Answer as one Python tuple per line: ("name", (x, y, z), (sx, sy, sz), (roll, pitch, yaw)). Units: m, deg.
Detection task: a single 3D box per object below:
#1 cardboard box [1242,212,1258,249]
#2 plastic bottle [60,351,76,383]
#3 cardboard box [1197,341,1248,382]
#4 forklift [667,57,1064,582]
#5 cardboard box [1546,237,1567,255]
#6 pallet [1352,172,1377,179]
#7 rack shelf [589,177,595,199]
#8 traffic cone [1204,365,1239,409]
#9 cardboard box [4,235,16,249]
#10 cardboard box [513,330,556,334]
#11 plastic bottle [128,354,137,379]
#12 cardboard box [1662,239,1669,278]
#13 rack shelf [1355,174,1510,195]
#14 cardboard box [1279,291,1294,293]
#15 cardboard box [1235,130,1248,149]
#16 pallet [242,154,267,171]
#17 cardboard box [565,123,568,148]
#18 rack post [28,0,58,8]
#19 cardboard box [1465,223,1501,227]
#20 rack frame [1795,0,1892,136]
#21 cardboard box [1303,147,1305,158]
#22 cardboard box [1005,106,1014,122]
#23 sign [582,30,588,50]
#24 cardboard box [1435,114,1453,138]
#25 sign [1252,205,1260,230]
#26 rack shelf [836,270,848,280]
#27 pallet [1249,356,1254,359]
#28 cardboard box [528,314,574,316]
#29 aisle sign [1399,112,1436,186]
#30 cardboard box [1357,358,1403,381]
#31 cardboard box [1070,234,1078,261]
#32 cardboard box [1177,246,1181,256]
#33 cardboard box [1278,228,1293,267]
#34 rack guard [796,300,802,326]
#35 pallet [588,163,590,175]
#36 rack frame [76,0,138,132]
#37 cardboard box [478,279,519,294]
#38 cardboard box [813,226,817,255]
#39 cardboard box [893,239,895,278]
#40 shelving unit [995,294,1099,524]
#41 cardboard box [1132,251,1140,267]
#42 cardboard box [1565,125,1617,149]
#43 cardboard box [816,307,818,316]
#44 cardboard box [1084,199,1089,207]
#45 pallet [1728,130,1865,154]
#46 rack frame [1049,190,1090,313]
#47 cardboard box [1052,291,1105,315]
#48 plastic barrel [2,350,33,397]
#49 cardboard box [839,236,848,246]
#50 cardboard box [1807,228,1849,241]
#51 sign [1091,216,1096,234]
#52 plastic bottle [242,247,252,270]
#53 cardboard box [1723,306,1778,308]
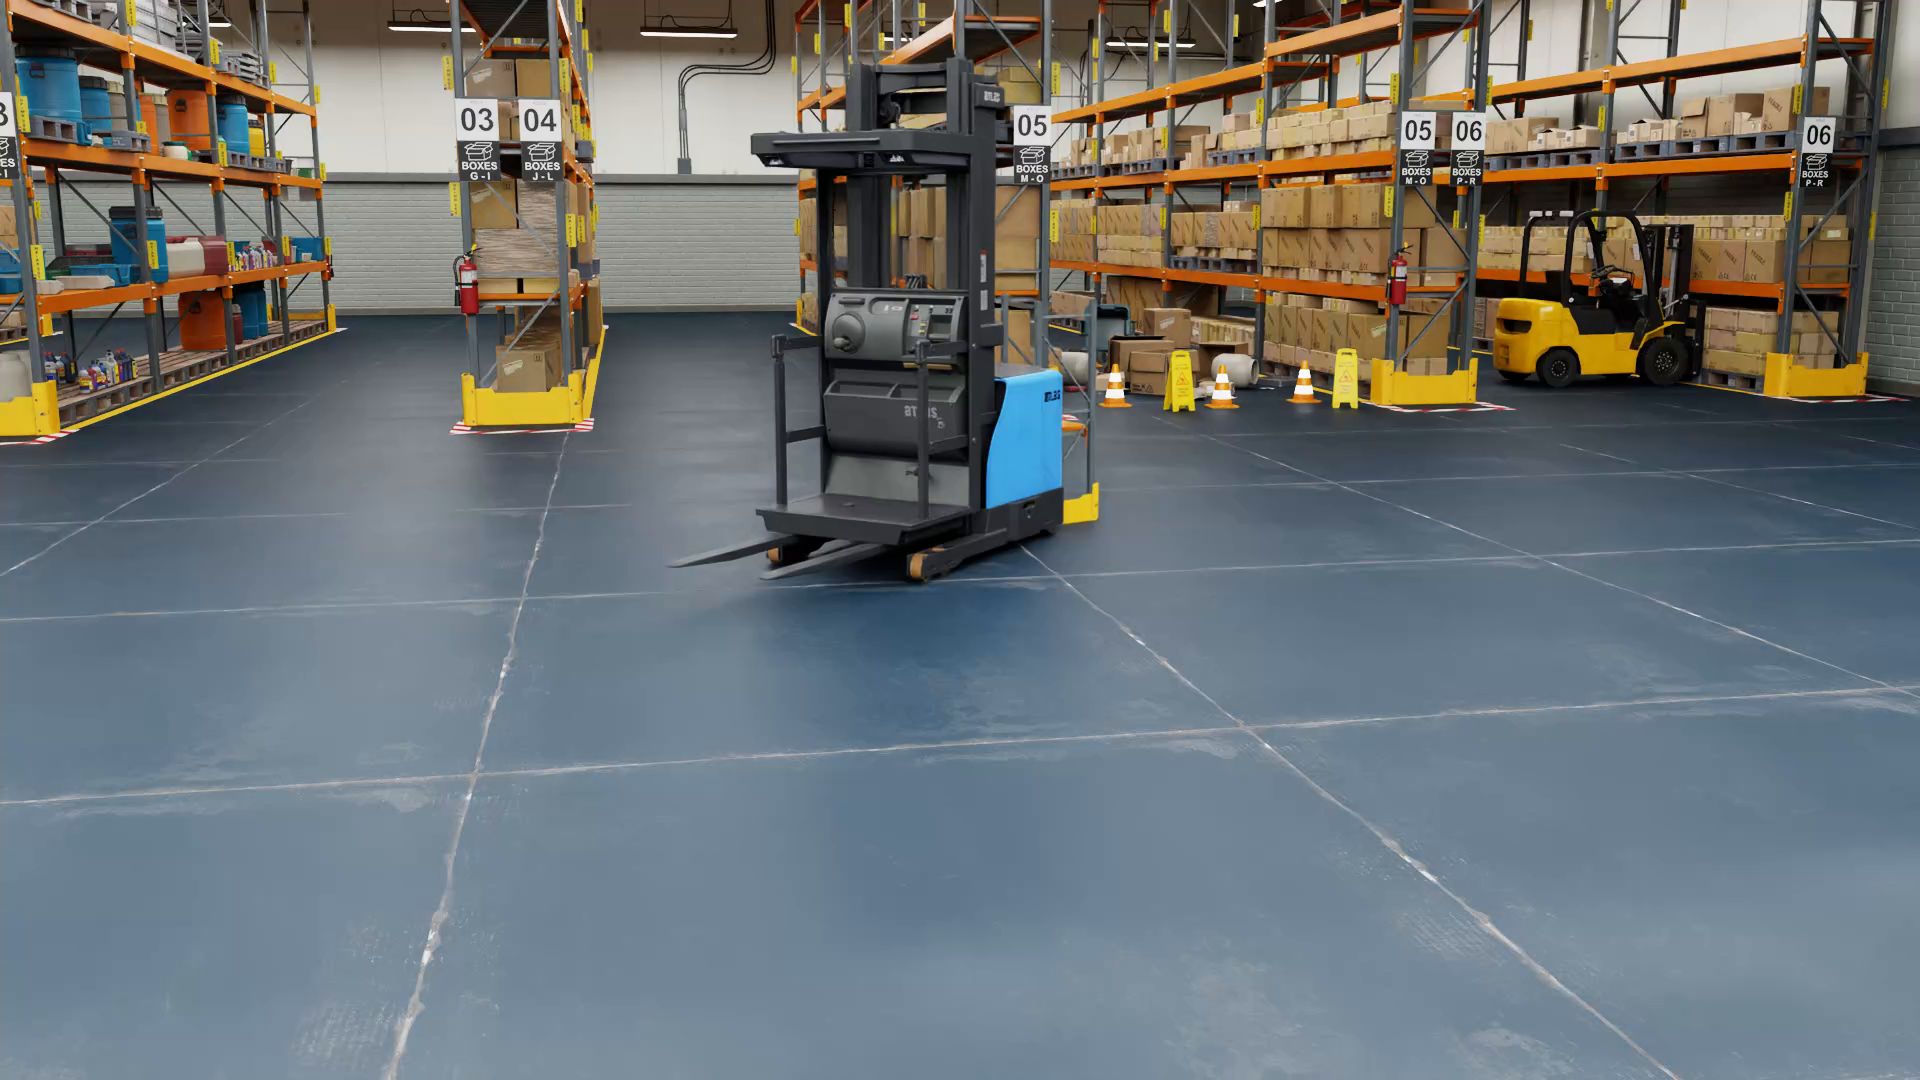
("cardboard box", (4.186, -4.235, 22.740), (0.500, 0.500, 0.500), (-2, 11, -12))
("plastic bottle", (-10.187, -1.974, 18.952), (0.144, 0.351, 0.185), (-2, 11, -11))
("cardboard box", (3.375, -2.285, 21.356), (0.500, 0.500, 0.500), (6, 12, 28))
("forklift", (-0.501, -1.299, 9.680), (1.130, 2.935, 3.031), (6, 12, 30))
("cardboard box", (8.916, -4.285, 24.253), (0.500, 0.250, 0.500), (-2, 11, -12))
("pallet", (7.871, -6.665, 30.171), (1.213, 0.211, 1.003), (-2, 11, -11))
("rack shelf", (-7.165, -6.351, 29.944), (1.077, 0.370, 4.000), (-2, 11, -11))
("traffic cone", (2.907, -1.707, 18.426), (0.336, 0.463, 0.334), (-2, 11, -11))
("cardboard box", (-16.721, -5.028, 28.826), (0.500, 0.500, 0.500), (-2, 11, -11))
("cardboard box", (-5.181, -2.301, 20.323), (0.500, 0.500, 0.500), (-2, 11, -13))
("plastic bottle", (-9.661, -2.022, 19.388), (0.061, 0.283, 0.133), (-2, 11, -8))
("cardboard box", (9.416, -3.709, 21.894), (0.500, 0.500, 0.500), (-2, 11, -12))
("rack shelf", (8.202, -6.159, 28.935), (1.077, 0.370, 4.000), (-2, 11, -11))
("cardboard box", (7.061, -5.004, 34.517), (0.797, 0.503, 0.637), (-3, 11, -13))
("cardboard box", (4.152, -5.558, 23.133), (0.500, 0.250, 0.500), (-2, 11, -10))
("pallet", (-11.162, -5.717, 25.192), (1.003, 0.211, 1.213), (-2, 11, -11))
("cardboard box", (-4.481, -4.346, 17.888), (0.500, 0.250, 0.500), (-2, 11, -11))
("rack post", (-9.322, -5.328, 15.959), (0.937, 0.300, 0.954), (-1, 11, -5))
("cardboard box", (8.644, -5.028, 27.699), (0.500, 0.500, 0.500), (-2, 11, -8))
("rack frame", (10.147, -6.152, 18.952), (1.000, 3.000, 0.127), (-2, 11, -11))
("cardboard box", (4.524, -4.853, 20.822), (0.380, 0.149, 0.250), (-2, 11, -13))
("cardboard box", (0.691, -4.505, 17.604), (0.380, 0.149, 0.250), (-2, 11, -11))
("sign", (-6.246, -8.331, 27.690), (0.100, 0.325, 0.005), (-2, 11, -11))
("cardboard box", (5.443, -4.672, 18.802), (0.500, 0.250, 0.500), (-2, 11, -12))
("sign", (3.957, -4.305, 22.197), (0.100, 0.325, 0.005), (-2, 11, -11))
("rack shelf", (-1.502, -4.306, 27.221), (1.077, 0.370, 4.000), (-2, 11, -11))
("pallet", (4.348, -2.530, 23.426), (1.003, 0.211, 1.213), (-2, 11, -11))
("cardboard box", (-5.848, -2.997, 23.927), (0.700, 0.500, 0.500), (-3, 11, -14))
("aisle sign", (5.007, -4.279, 18.202), (0.394, 0.787, 0.004), (-2, 11, -11))
("cardboard box", (4.853, -2.022, 19.529), (0.500, 0.250, 0.500), (-2, 11, -11))
("cardboard box", (2.386, -5.535, 31.489), (0.500, 0.500, 0.500), (-2, 11, -12))
("cardboard box", (3.604, -4.508, 25.905), (0.380, 0.149, 0.250), (-3, 11, -14))
("cardboard box", (4.434, -3.771, 21.421), (0.500, 0.500, 0.500), (-2, 11, -11))
("rack guard", (-2.654, -4.518, 33.096), (1.175, 0.500, 0.348), (-2, 11, -11))
("pallet", (-6.925, -6.445, 28.749), (1.003, 0.211, 1.213), (-2, 11, -11))
("rack frame", (-10.078, -6.164, 19.014), (1.000, 3.000, 0.127), (-2, 11, -11))
("cardboard box", (-4.700, -2.585, 16.926), (0.380, 0.149, 0.250), (-2, 11, -11))
("cardboard box", (-2.362, -5.395, 29.956), (0.500, 0.500, 0.500), (-2, 11, -13))
("cardboard box", (-0.699, -3.694, 21.814), (0.500, 0.500, 0.500), (-2, 11, -11))
("shelving unit", (0.414, -0.933, 11.585), (0.587, 1.500, 1.083), (-7, 13, -33))
("cardboard box", (3.173, -4.687, 27.699), (0.500, 0.250, 0.500), (-2, 11, -12))
("cardboard box", (8.989, -5.748, 23.697), (0.500, 0.311, 0.500), (-2, 11, -13))
("cardboard box", (-2.398, -4.122, 30.036), (0.380, 0.149, 0.250), (-3, 11, -13))
("cardboard box", (2.522, -6.273, 30.954), (0.380, 0.149, 0.250), (-2, 11, -11))
("pallet", (10.035, -4.766, 19.927), (1.003, 0.211, 1.213), (-2, 11, -11))
("rack frame", (2.167, -5.958, 33.978), (1.000, 3.000, 0.127), (-2, 11, -11))
("cardboard box", (2.394, -4.788, 33.562), (0.875, 0.438, 0.875), (-3, 11, -13))
("plastic barrel", (-9.601, -1.677, 17.017), (0.421, 0.512, 0.421), (0, 11, 0))
("cardboard box", (-1.656, -4.596, 25.572), (0.380, 0.149, 0.250), (-2, 11, -10))
("cardboard box", (10.336, -3.644, 19.819), (0.380, 0.149, 0.250), (-2, 11, -12))
("sign", (2.401, -5.668, 29.928), (0.100, 0.325, 0.005), (-2, 11, -11))
("plastic bottle", (-10.920, -4.301, 25.404), (0.144, 0.351, 0.185), (-2, 11, -11))
("cardboard box", (10.052, -2.830, 21.101), (0.500, 0.250, 0.500), (-2, 11, -11))
